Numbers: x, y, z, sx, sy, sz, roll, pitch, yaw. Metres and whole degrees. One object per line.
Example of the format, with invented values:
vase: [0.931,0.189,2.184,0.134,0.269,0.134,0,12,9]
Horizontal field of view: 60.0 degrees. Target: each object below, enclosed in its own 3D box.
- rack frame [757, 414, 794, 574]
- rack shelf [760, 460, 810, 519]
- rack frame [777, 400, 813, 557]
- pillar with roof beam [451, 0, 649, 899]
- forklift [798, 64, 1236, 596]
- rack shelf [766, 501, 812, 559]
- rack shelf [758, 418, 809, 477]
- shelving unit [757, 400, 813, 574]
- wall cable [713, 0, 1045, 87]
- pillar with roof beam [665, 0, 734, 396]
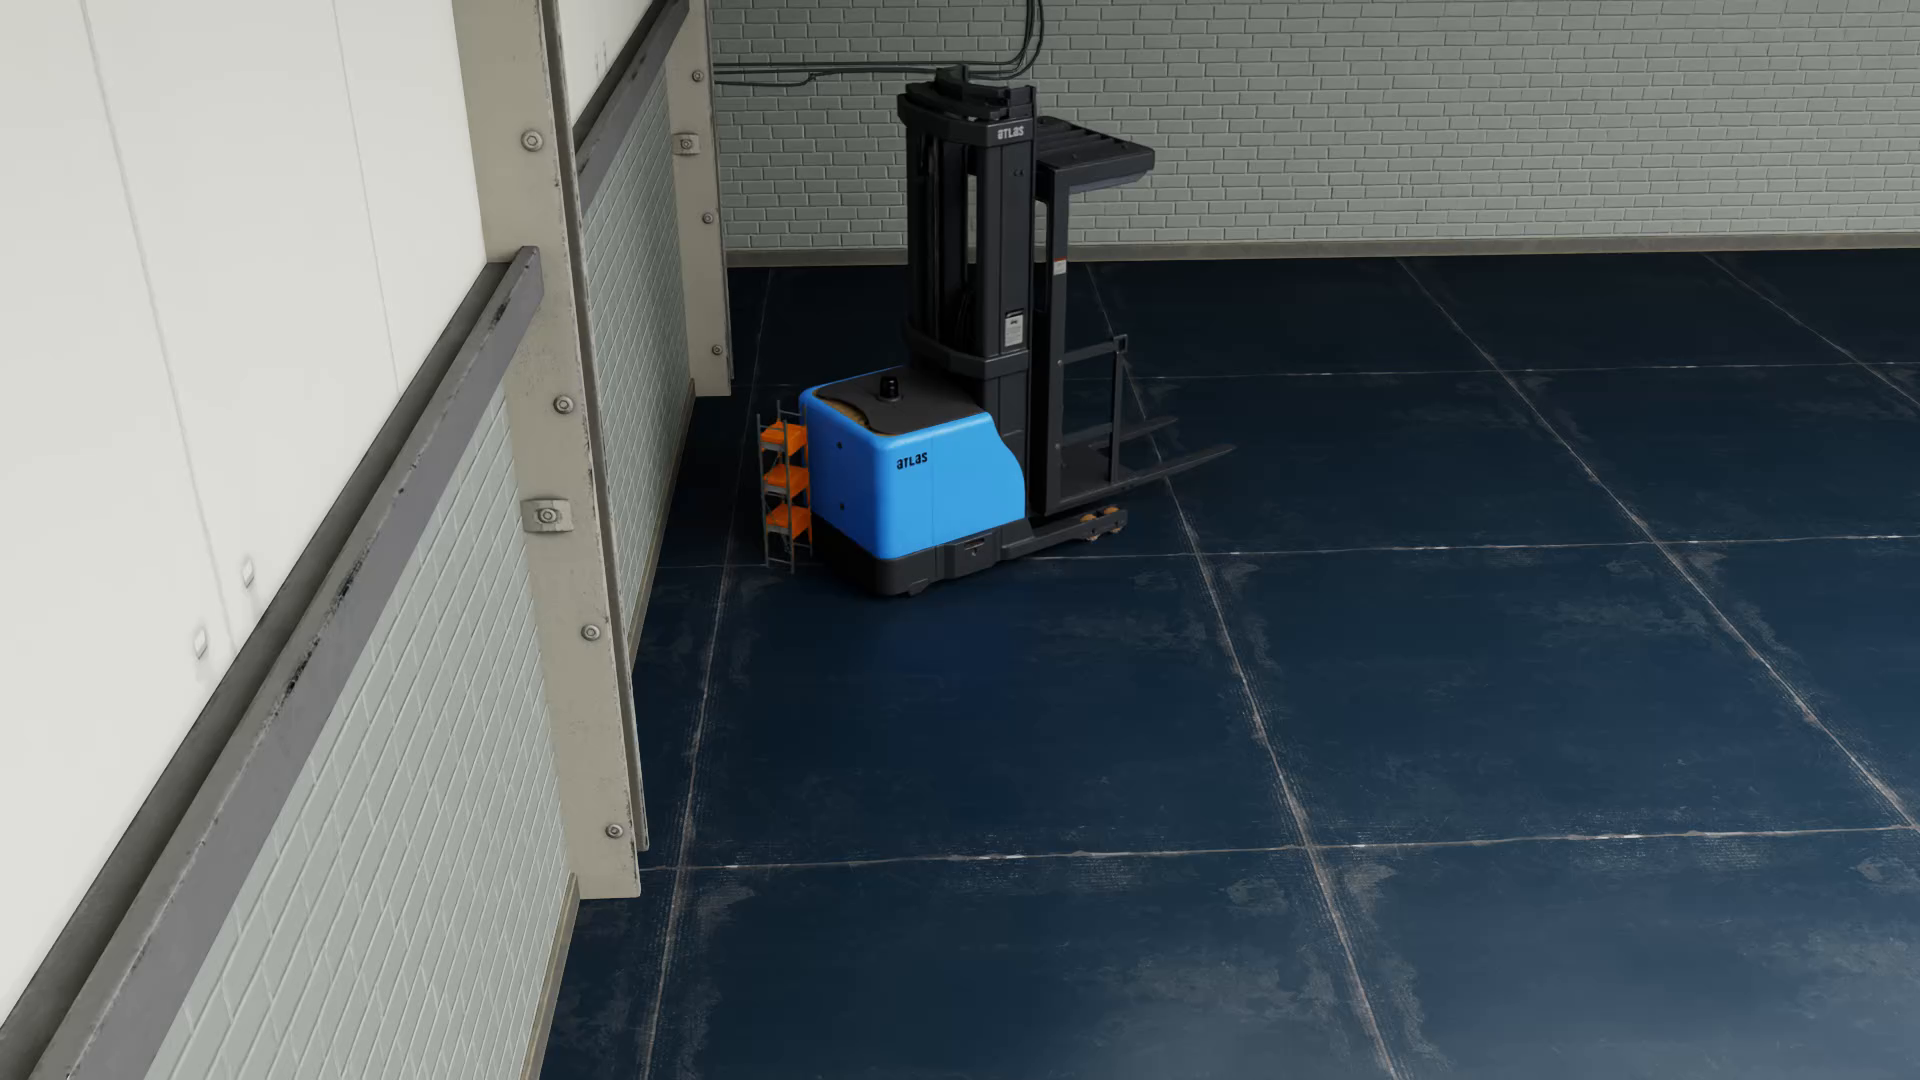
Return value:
rack frame: [-1.130,-0.272,10.198,0.200,1.050,0.008,12,30,21]
rack shelf: [-1.080,-0.314,10.301,0.215,0.259,0.240,12,30,21]
rack frame: [-1.030,-0.375,10.395,0.200,1.050,0.008,12,30,21]
pillar with roof beam: [2.658,-2.538,5.947,9.100,9.000,0.400,-1,28,-3]
forklift: [0.489,-1.479,10.478,3.031,2.935,1.130,-18,32,-30]
rack shelf: [-1.080,-0.067,10.430,0.215,0.259,0.240,12,30,21]
rack shelf: [-1.080,-0.565,10.170,0.215,0.259,0.240,12,30,21]
shelving unit: [-1.080,-0.323,10.296,0.215,1.050,0.252,12,30,21]
wall cable: [-0.787,-5.220,14.448,3.097,2.526,0.112,-1,28,-3]
pillar with roof beam: [2.345,-5.309,11.259,9.100,9.000,0.400,-1,28,-3]
